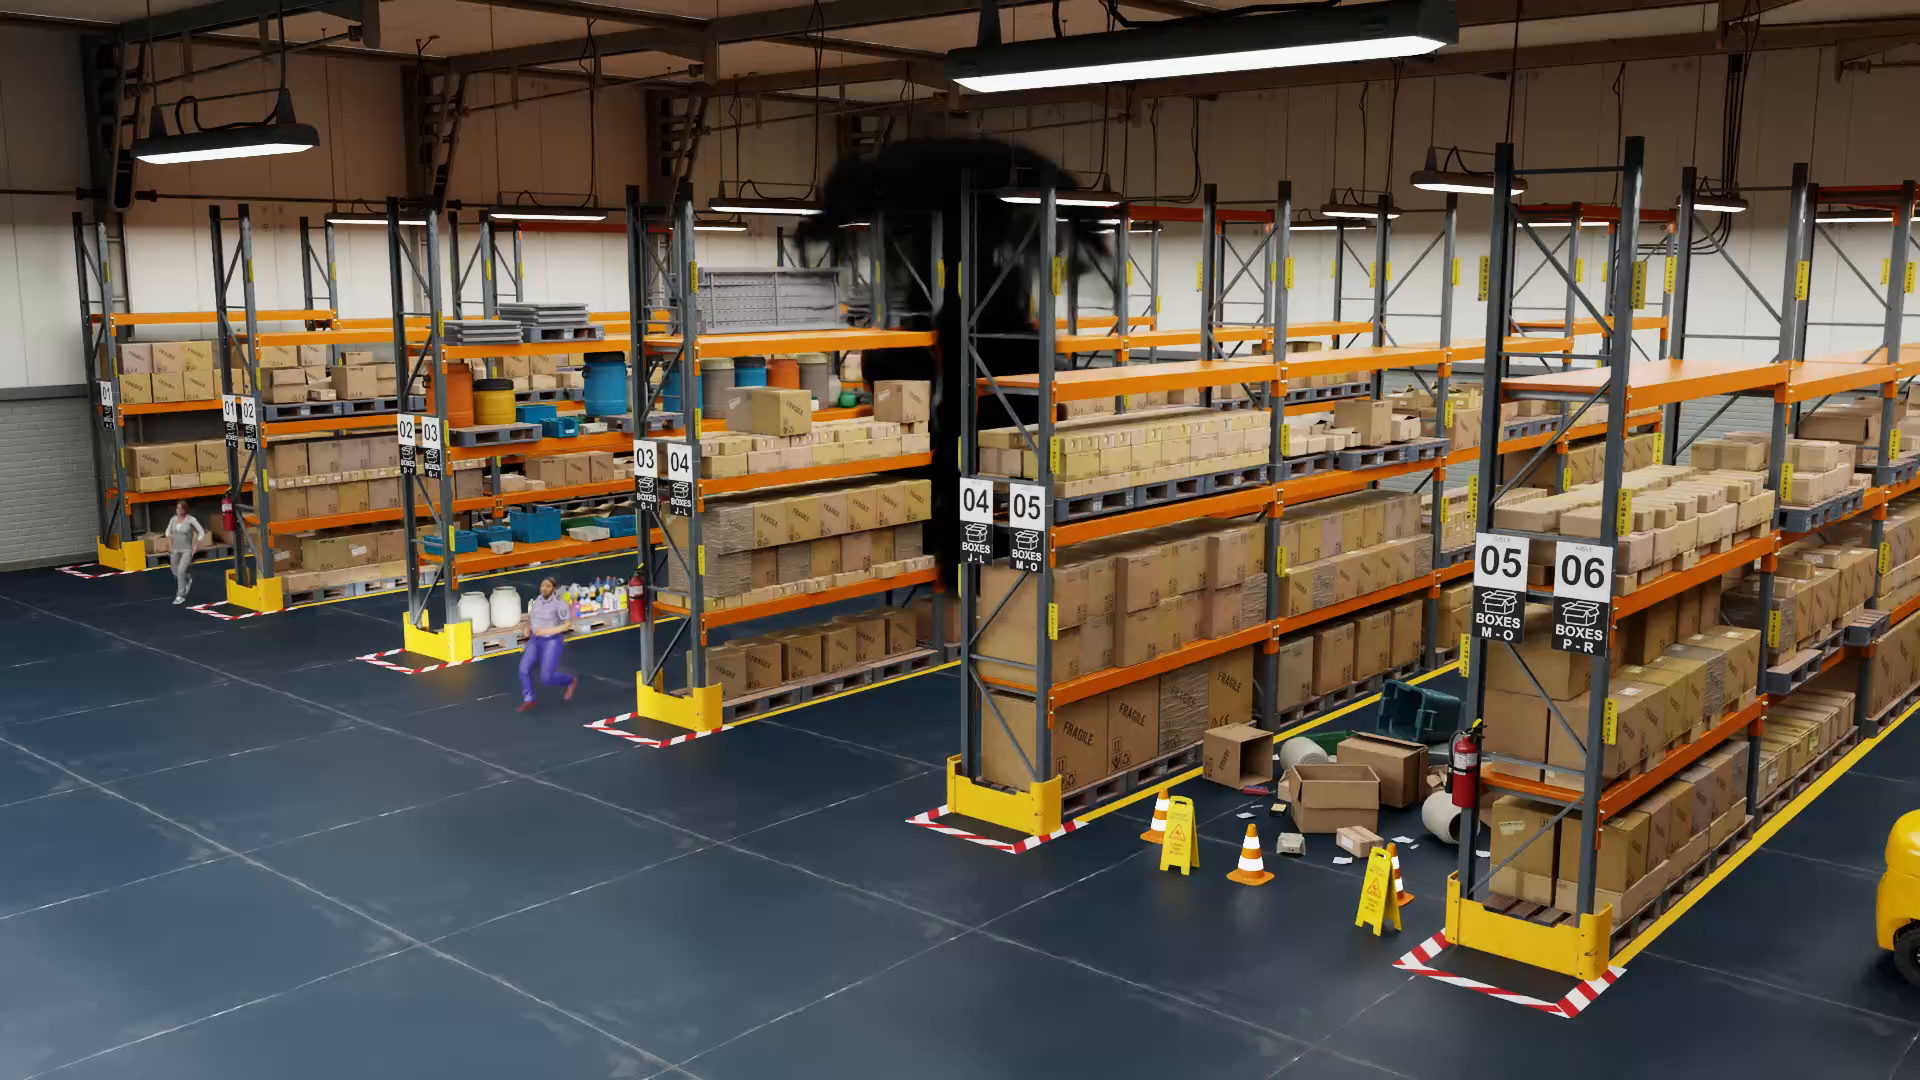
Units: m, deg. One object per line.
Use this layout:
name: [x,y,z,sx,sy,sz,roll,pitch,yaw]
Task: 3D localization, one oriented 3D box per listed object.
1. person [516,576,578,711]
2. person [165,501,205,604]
person: [-4.790,1.204,19.421,0.634,1.595,0.689,6,11,32]
person: [-11.895,0.169,25.574,0.579,1.579,0.654,0,9,2]
